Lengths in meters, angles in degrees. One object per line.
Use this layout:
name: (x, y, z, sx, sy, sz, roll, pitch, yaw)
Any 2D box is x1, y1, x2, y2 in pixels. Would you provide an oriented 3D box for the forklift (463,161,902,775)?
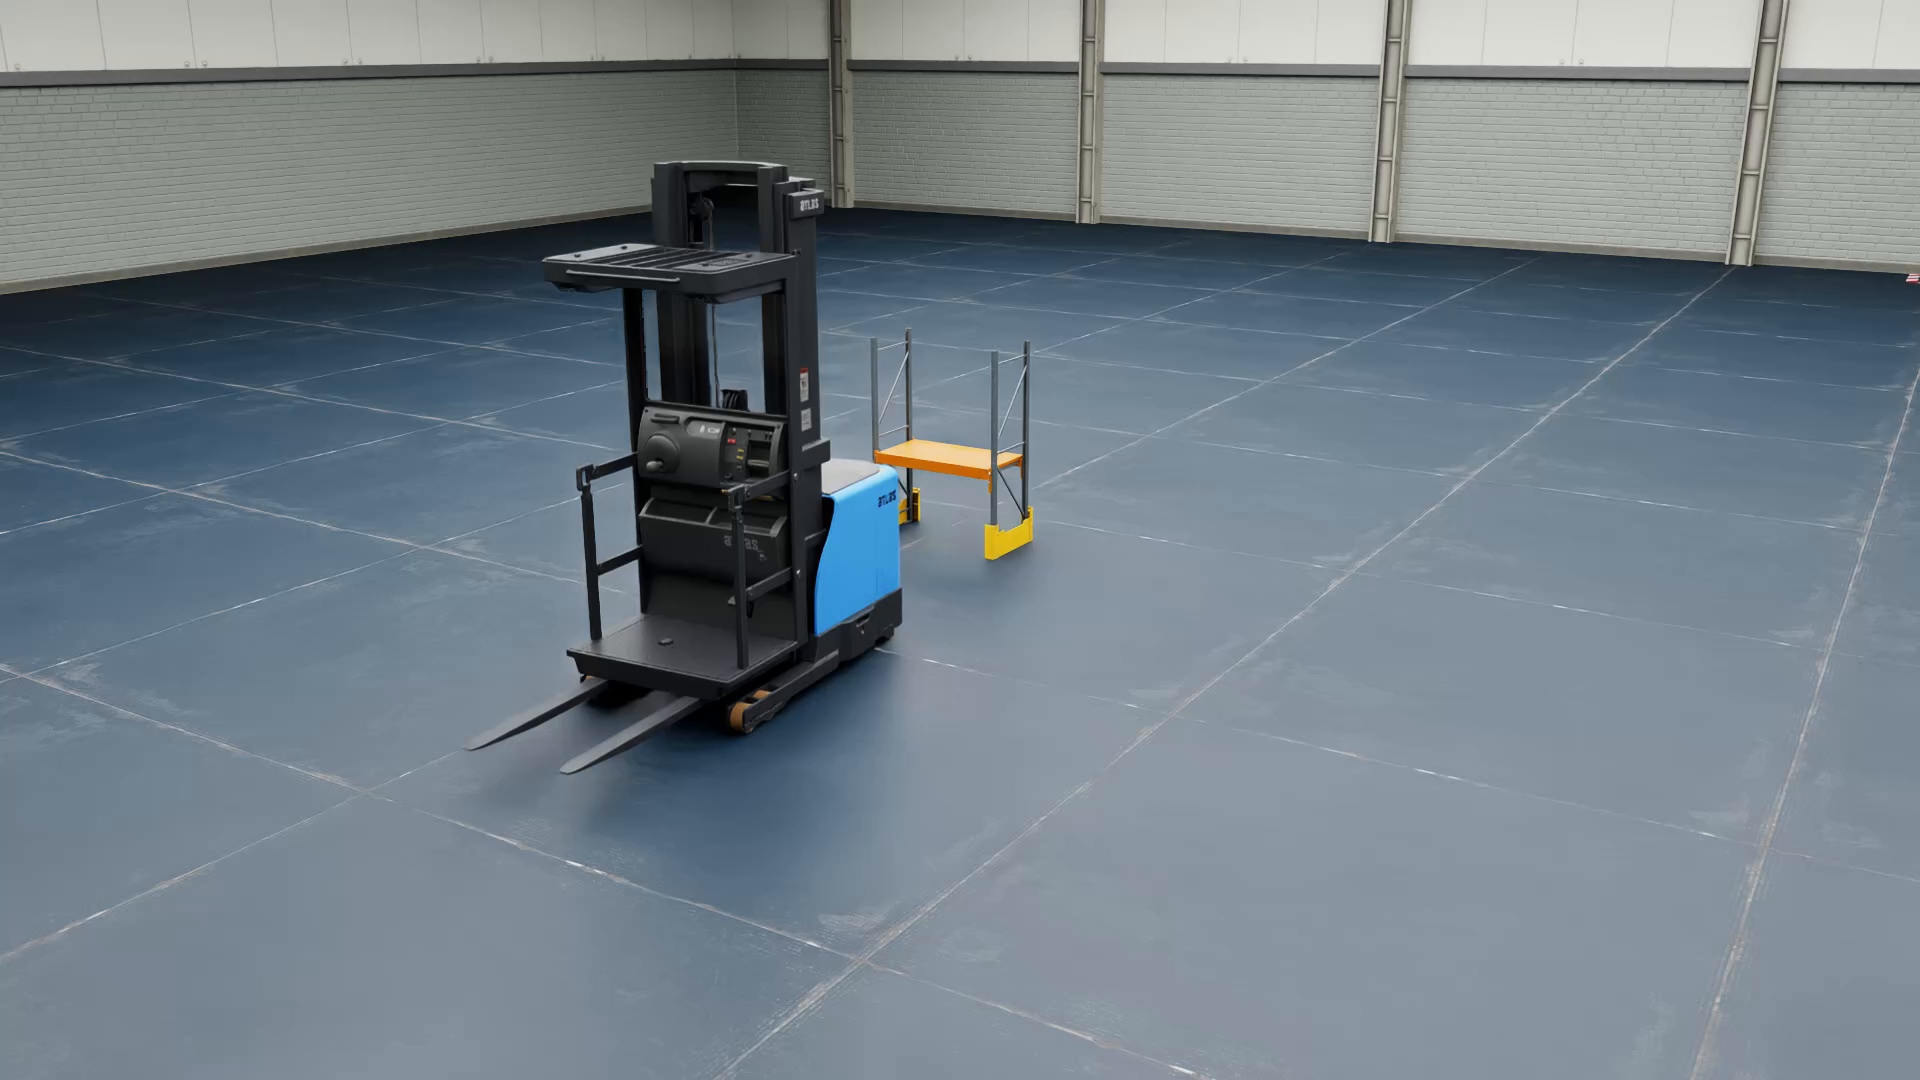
forklift: (-1.480, -0.508, 9.012, 1.130, 2.935, 3.031, 8, 19, 26)

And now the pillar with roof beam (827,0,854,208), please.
pillar with roof beam: (-4.804, -10.505, 31.481, 0.400, 9.000, 9.100, 10, 20, 30)

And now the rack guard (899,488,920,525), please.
rack guard: (-0.489, -0.207, 12.632, 0.087, 0.250, 0.587, 10, 20, 30)

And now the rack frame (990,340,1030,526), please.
rack frame: (0.360, -0.653, 11.951, 0.032, 1.500, 0.500, 10, 20, 30)

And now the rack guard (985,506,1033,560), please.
rack guard: (0.359, -0.055, 12.134, 0.087, 0.250, 0.587, 10, 20, 30)

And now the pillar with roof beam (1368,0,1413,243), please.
pillar with roof beam: (5.422, -8.679, 25.472, 0.400, 9.000, 9.100, 10, 20, 30)

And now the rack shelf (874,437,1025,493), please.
rack shelf: (-0.073, -0.558, 12.258, 1.000, 0.185, 0.538, 10, 20, 30)

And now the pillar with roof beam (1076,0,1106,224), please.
pillar with roof beam: (0.309, -9.592, 28.477, 0.400, 9.000, 9.100, 10, 20, 30)

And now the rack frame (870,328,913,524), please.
rack frame: (-0.506, -0.808, 12.461, 0.032, 1.500, 0.500, 10, 20, 30)

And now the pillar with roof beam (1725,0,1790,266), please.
pillar with roof beam: (10.534, -7.767, 22.468, 0.400, 9.000, 9.100, 10, 20, 30)

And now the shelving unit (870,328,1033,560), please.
shelving unit: (-0.065, -0.729, 12.201, 1.083, 1.500, 0.587, 10, 20, 30)
